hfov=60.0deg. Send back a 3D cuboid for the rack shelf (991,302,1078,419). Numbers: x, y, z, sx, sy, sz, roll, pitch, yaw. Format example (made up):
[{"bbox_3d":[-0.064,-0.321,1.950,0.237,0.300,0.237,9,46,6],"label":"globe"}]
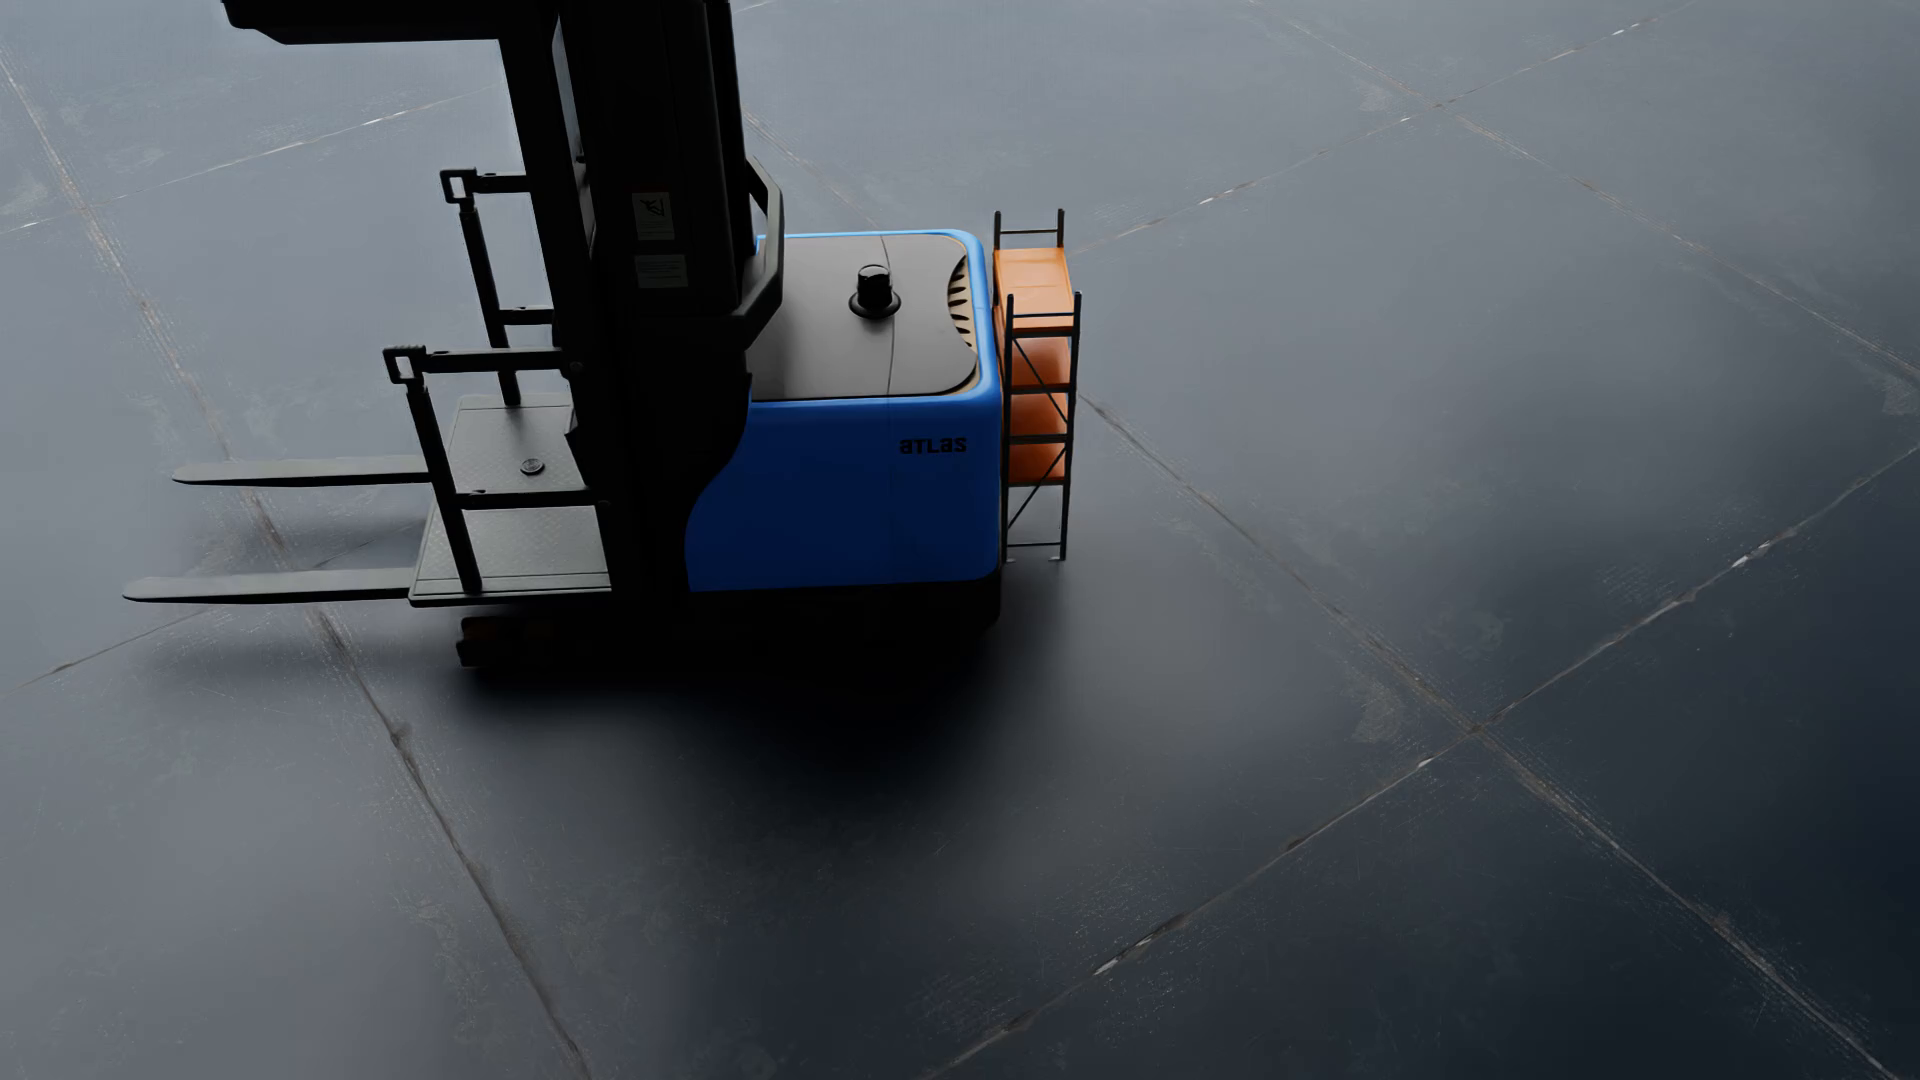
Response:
[{"bbox_3d":[0.254,-0.639,5.824,0.258,0.148,0.480,-3,44,-3],"label":"rack shelf"}]

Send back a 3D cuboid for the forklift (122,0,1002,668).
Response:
[{"bbox_3d":[-1.394,-0.994,5.168,3.031,2.935,1.130,-2,44,-2],"label":"forklift"}]

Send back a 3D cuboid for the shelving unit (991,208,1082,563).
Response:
[{"bbox_3d":[0.254,-0.526,5.932,0.258,1.200,0.503,-3,44,-3],"label":"shelving unit"}]

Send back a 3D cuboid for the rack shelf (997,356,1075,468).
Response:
[{"bbox_3d":[0.254,-0.477,5.978,0.258,0.148,0.480,-3,44,-3],"label":"rack shelf"}]

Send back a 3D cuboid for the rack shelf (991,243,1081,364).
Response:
[{"bbox_3d":[0.254,-0.810,5.660,0.258,0.148,0.480,-3,44,-3],"label":"rack shelf"}]

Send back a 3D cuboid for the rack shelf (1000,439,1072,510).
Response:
[{"bbox_3d":[0.254,-0.333,6.115,0.258,0.148,0.480,-3,44,-3],"label":"rack shelf"}]

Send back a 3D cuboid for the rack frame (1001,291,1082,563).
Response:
[{"bbox_3d":[0.271,-0.357,5.756,0.240,1.200,0.015,-3,44,-3],"label":"rack frame"}]

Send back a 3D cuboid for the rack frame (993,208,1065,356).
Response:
[{"bbox_3d":[0.238,-0.694,6.108,0.240,1.200,0.015,-3,44,-3],"label":"rack frame"}]
